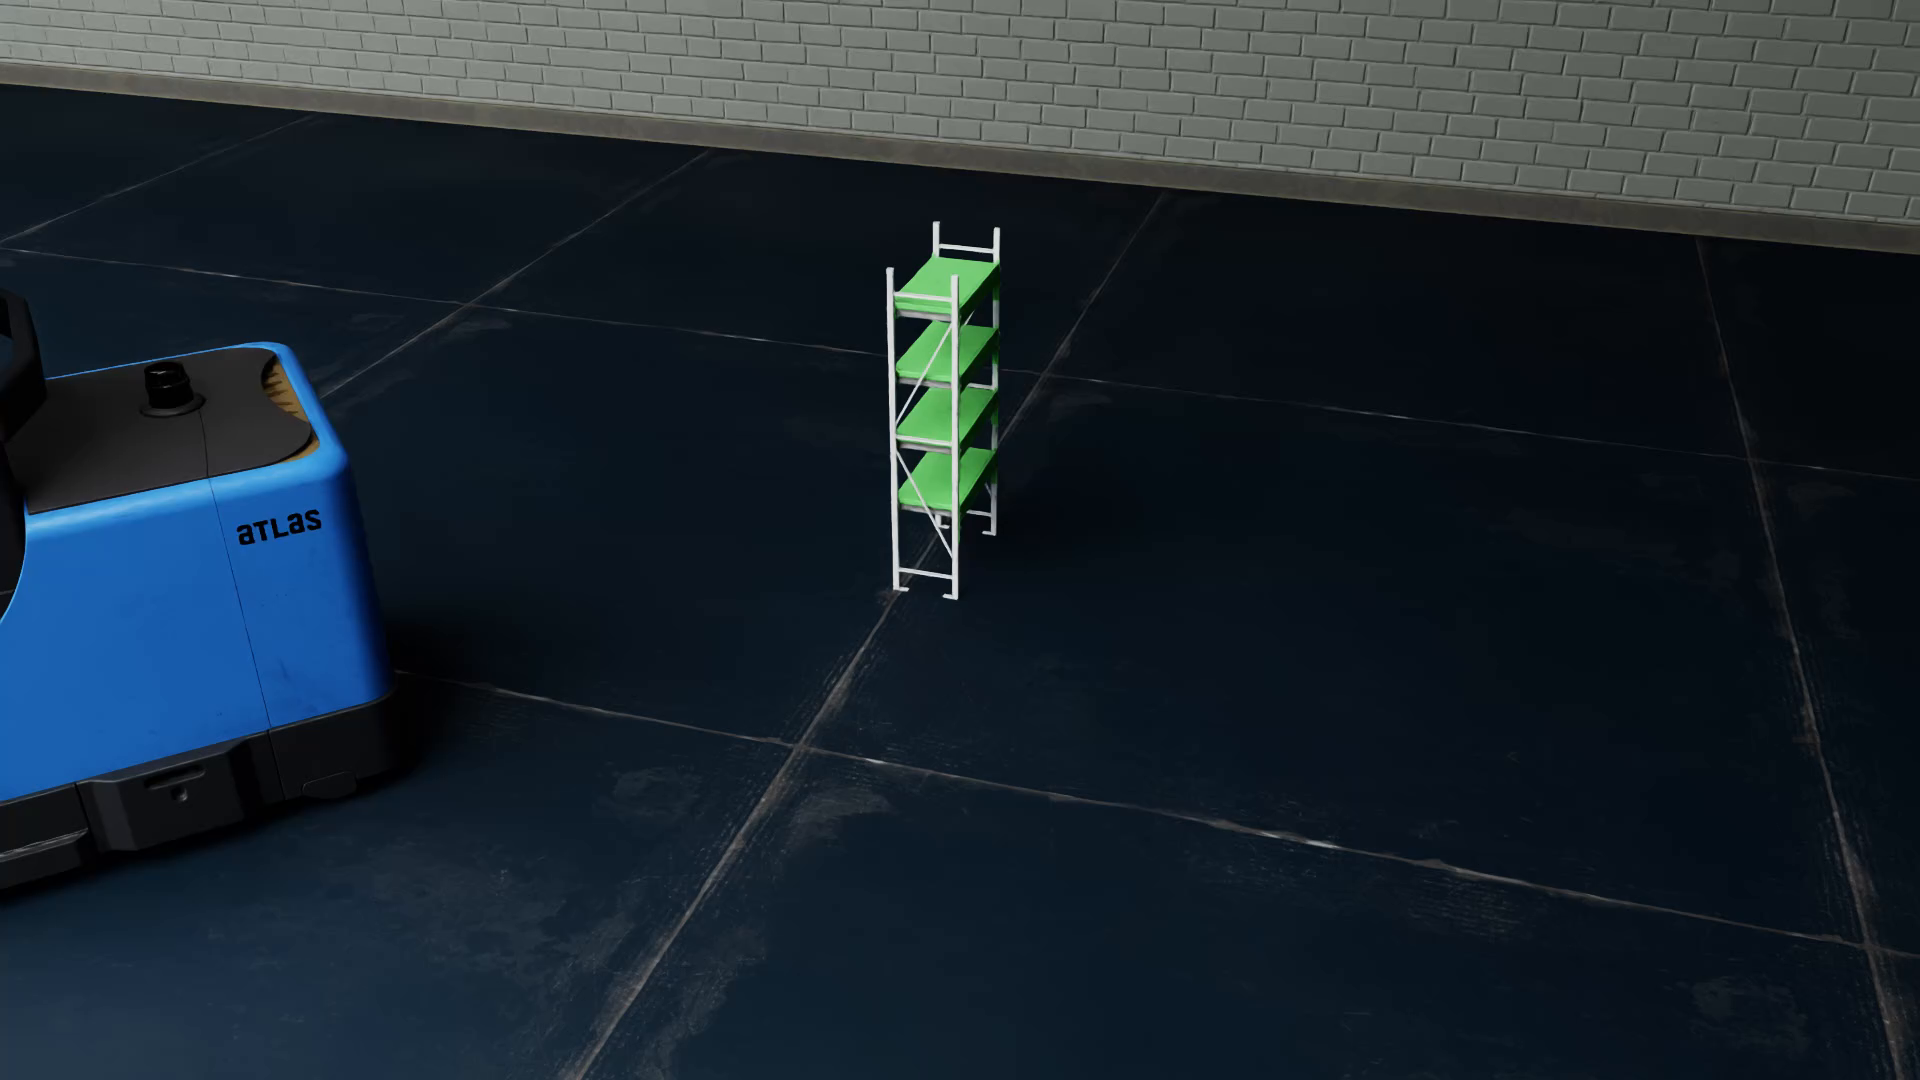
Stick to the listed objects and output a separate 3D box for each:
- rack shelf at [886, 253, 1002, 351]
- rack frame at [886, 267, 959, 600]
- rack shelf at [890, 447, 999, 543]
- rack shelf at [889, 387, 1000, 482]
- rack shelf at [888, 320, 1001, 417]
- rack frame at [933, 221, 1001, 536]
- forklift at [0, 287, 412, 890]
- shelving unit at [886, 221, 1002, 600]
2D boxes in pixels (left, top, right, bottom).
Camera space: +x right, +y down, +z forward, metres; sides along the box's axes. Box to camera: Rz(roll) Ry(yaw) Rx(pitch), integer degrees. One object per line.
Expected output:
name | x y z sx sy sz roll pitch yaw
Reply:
rack shelf | -0.049 -0.811 5.618 0.258 0.148 0.480 8 30 15
rack frame | -0.120 -0.334 5.616 0.240 1.200 0.015 8 30 15
rack shelf | -0.049 -0.182 5.968 0.258 0.148 0.480 8 30 15
rack shelf | -0.049 -0.392 5.851 0.258 0.148 0.480 8 30 15
rack shelf | -0.049 -0.601 5.734 0.258 0.148 0.480 8 30 15
rack frame | 0.023 -0.561 6.024 0.240 1.200 0.015 8 30 15
forklift | -3.179 -0.428 4.005 3.031 2.935 1.130 -15 32 -25
shelving unit | -0.049 -0.447 5.820 0.258 1.200 0.503 8 30 15
